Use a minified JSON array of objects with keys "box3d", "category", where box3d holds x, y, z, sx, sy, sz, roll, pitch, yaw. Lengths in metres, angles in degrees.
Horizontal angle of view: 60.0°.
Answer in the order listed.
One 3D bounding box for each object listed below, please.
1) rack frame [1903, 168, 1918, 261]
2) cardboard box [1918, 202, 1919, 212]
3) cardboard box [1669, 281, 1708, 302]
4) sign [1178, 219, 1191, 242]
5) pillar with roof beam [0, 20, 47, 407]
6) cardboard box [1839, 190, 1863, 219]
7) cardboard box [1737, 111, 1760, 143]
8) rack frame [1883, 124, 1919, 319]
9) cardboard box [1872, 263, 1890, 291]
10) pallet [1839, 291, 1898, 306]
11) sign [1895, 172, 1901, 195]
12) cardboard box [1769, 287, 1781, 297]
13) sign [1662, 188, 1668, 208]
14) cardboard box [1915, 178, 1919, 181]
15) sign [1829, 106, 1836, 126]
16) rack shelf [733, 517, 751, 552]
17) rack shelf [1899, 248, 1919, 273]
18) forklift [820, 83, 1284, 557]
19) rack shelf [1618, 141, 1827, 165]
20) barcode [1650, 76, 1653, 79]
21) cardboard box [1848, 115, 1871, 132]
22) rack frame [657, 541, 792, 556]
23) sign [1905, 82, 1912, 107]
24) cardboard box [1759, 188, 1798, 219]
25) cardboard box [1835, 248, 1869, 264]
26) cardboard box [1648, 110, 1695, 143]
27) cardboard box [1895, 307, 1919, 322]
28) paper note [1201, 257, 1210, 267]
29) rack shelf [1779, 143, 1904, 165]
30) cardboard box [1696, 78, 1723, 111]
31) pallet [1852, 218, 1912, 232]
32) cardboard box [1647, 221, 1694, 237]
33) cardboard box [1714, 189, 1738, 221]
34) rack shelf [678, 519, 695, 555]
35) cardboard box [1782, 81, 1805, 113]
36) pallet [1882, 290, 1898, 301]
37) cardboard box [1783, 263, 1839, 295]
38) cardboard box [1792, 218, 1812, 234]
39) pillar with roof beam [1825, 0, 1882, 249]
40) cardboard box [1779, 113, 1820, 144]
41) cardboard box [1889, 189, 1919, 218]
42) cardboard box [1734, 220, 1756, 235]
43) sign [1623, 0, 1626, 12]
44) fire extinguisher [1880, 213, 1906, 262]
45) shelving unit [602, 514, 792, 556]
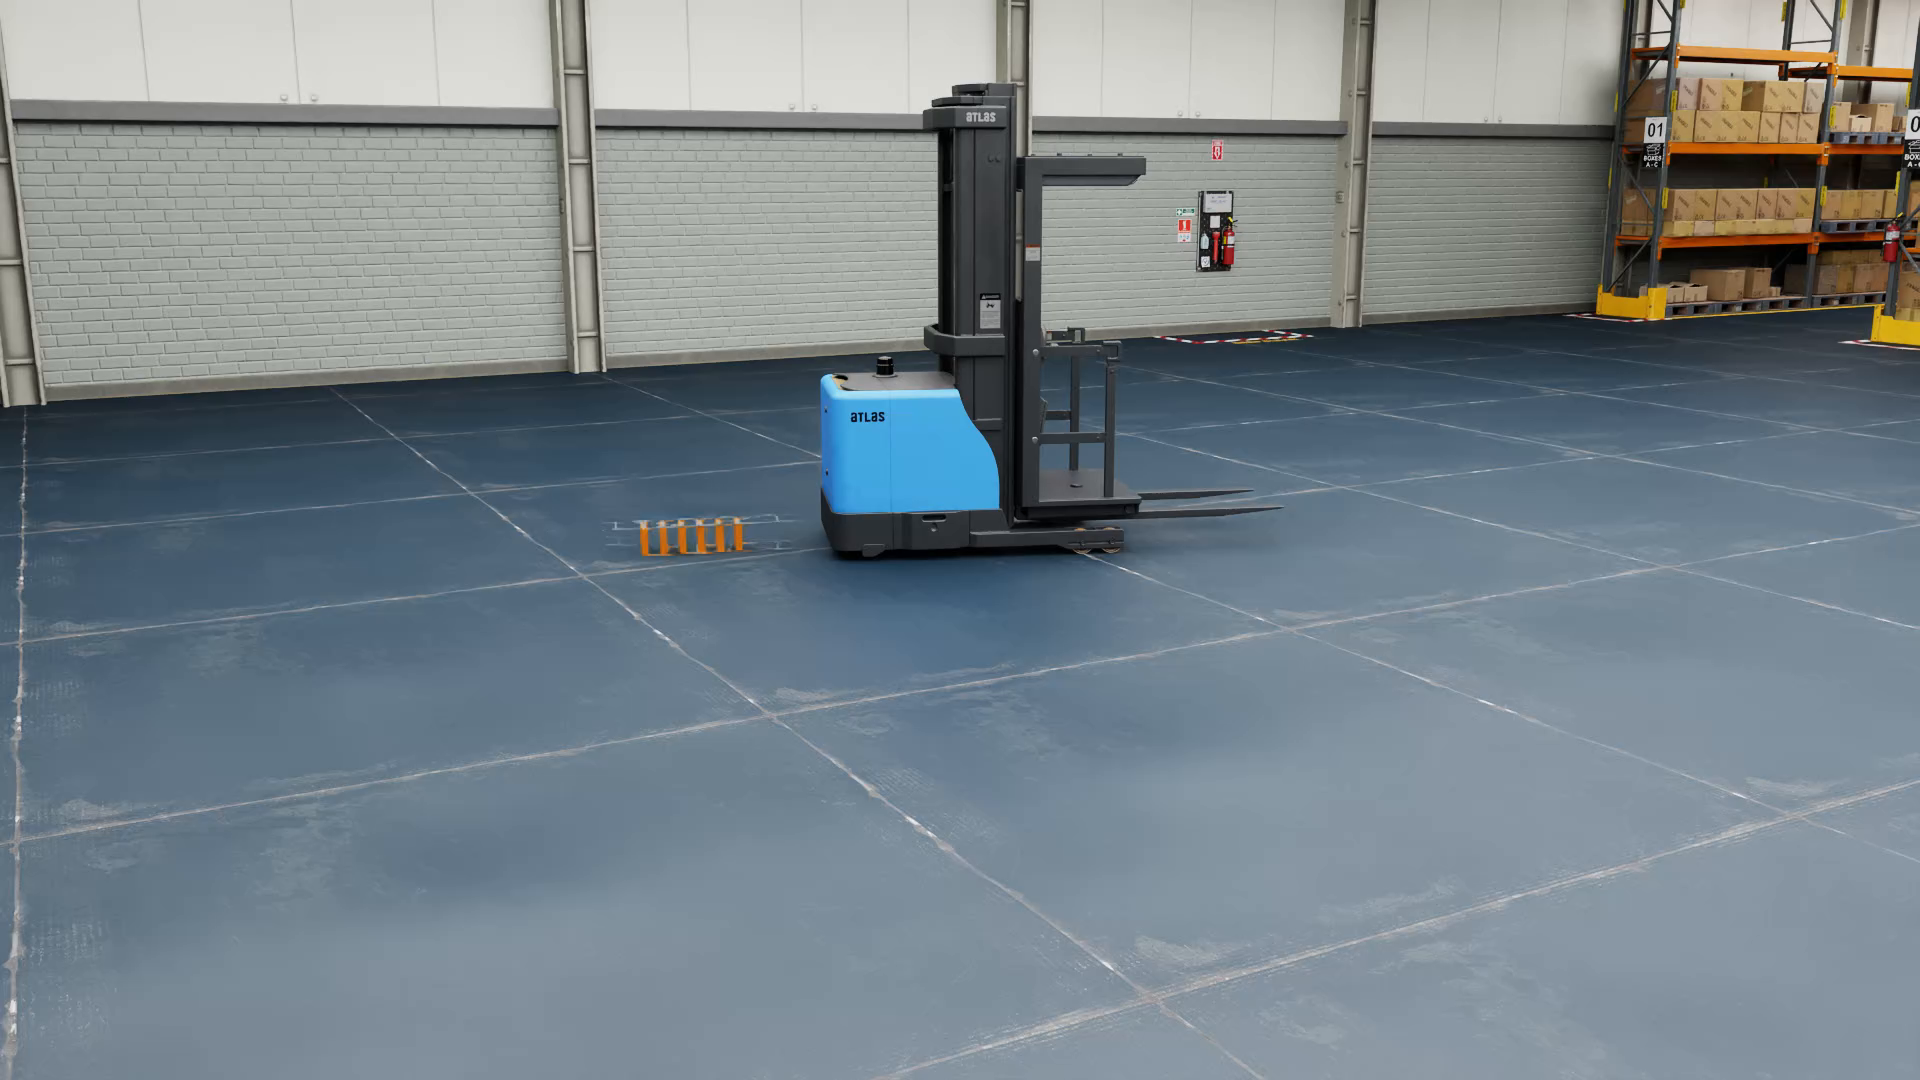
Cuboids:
[{"box3d":[18.081,-6.015,31.004,0.127,3.000,1.000,-7,14,-28],"category":"rack frame"},{"box3d":[13.680,-4.661,23.284,0.250,0.149,0.380,-7,15,-29],"category":"cardboard box"},{"box3d":[12.210,-4.192,28.024,0.500,0.311,0.500,-6,14,-23],"category":"cardboard box"},{"box3d":[3.271,-4.509,24.231,0.234,0.329,0.001,-7,14,-28],"category":"sign"},{"box3d":[-7.744,-4.986,12.768,0.400,9.000,9.100,-7,14,-28],"category":"pillar with roof beam"},{"box3d":[15.527,-5.962,29.539,0.500,0.500,0.700,-5,14,-22],"category":"cardboard box"},{"box3d":[12.875,-6.848,27.600,0.500,0.500,0.500,-6,14,-24],"category":"cardboard box"},{"box3d":[13.436,-4.219,23.024,0.127,3.000,1.000,-7,14,-28],"category":"rack frame"},{"box3d":[16.544,-4.835,30.451,0.500,0.500,0.700,-7,14,-28],"category":"cardboard box"},{"box3d":[16.325,-4.445,30.380,1.213,0.211,1.003,-7,14,-28],"category":"pallet"},{"box3d":[13.188,-5.006,23.342,0.005,0.325,0.100,-7,14,-28],"category":"sign"},{"box3d":[14.115,-4.364,29.121,0.250,0.166,0.380,-9,16,-35],"category":"cardboard box"},{"box3d":[11.320,-5.491,26.705,0.005,0.325,0.100,-7,14,-28],"category":"sign"},{"box3d":[18.355,-6.682,31.310,0.500,0.250,0.500,-6,14,-26],"category":"cardboard box"},{"box3d":[14.837,-7.206,28.287,0.005,0.325,0.100,-7,14,-28],"category":"sign"},{"box3d":[-1.425,-0.040,10.855,0.103,0.180,0.258,-3,13,-10],"category":"rack shelf"},{"box3d":[15.192,-4.078,24.038,4.000,0.370,1.077,-7,14,-28],"category":"rack shelf"},{"box3d":[0.615,-1.452,10.884,3.031,2.935,1.130,-2,13,-9],"category":"forklift"},{"box3d":[12.815,-6.496,27.949,4.000,0.370,1.077,-7,14,-28],"category":"rack shelf"},{"box3d":[11.443,-7.637,27.509,0.075,0.075,0.001,-7,14,-28],"category":"barcode"},{"box3d":[15.629,-7.326,29.244,0.500,0.311,0.500,-6,14,-26],"category":"cardboard box"},{"box3d":[-1.704,0.063,10.826,1.200,0.006,0.240,-3,13,-10],"category":"rack frame"},{"box3d":[13.188,-6.182,23.078,0.005,0.325,0.100,-7,14,-28],"category":"sign"},{"box3d":[13.868,-5.734,28.342,0.500,0.500,0.500,-7,14,-28],"category":"cardboard box"},{"box3d":[16.048,-5.138,30.092,0.500,0.250,0.500,-7,15,-29],"category":"cardboard box"},{"box3d":[11.473,-6.682,26.864,0.500,0.500,0.500,-6,14,-26],"category":"cardboard box"},{"box3d":[13.765,-3.196,23.784,0.500,0.250,0.500,-7,14,-28],"category":"cardboard box"},{"box3d":[3.617,-4.095,24.478,0.142,0.148,0.016,-7,14,-28],"category":"paper note"},{"box3d":[16.326,-6.917,29.819,4.000,0.370,1.077,-7,14,-28],"category":"rack shelf"},{"box3d":[11.978,-7.220,26.976,0.500,0.500,0.500,-7,14,-29],"category":"cardboard box"},{"box3d":[16.363,-5.705,30.065,1.213,0.211,1.003,-7,14,-28],"category":"pallet"},{"box3d":[11.640,-5.100,27.235,0.500,0.250,0.500,-7,15,-29],"category":"cardboard box"},{"box3d":[12.518,-5.571,27.621,0.500,0.500,0.500,-7,15,-30],"category":"cardboard box"},{"box3d":[-1.779,-0.022,10.792,0.103,0.180,0.258,-3,13,-10],"category":"rack shelf"},{"box3d":[13.782,-7.439,27.949,0.500,0.500,0.500,-6,14,-25],"category":"cardboard box"},{"box3d":[17.395,-4.573,30.946,1.213,0.211,1.003,-7,14,-28],"category":"pallet"},{"box3d":[15.208,-4.670,29.719,0.500,0.500,0.700,-6,14,-26],"category":"cardboard box"},{"box3d":[14.300,-5.422,28.668,0.500,0.250,0.500,-7,14,-28],"category":"cardboard box"},{"box3d":[18.589,-8.142,26.792,0.400,9.000,9.100,-7,14,-28],"category":"pillar with roof beam"},{"box3d":[14.243,-7.015,28.343,0.500,0.500,0.500,-6,14,-26],"category":"cardboard box"},{"box3d":[17.196,-6.163,30.432,0.500,0.500,0.700,-8,15,-33],"category":"cardboard box"},{"box3d":[12.984,-5.263,27.957,0.500,0.250,0.500,-7,14,-27],"category":"cardboard box"},{"box3d":[10.811,-8.742,26.971,0.005,0.325,0.100,-7,14,-28],"category":"sign"},{"box3d":[13.110,-4.258,23.375,0.183,0.674,0.296,-7,14,-28],"category":"fire extinguisher"},{"box3d":[-1.704,-0.026,10.805,1.200,0.189,0.258,-3,13,-10],"category":"shelving unit"}]
